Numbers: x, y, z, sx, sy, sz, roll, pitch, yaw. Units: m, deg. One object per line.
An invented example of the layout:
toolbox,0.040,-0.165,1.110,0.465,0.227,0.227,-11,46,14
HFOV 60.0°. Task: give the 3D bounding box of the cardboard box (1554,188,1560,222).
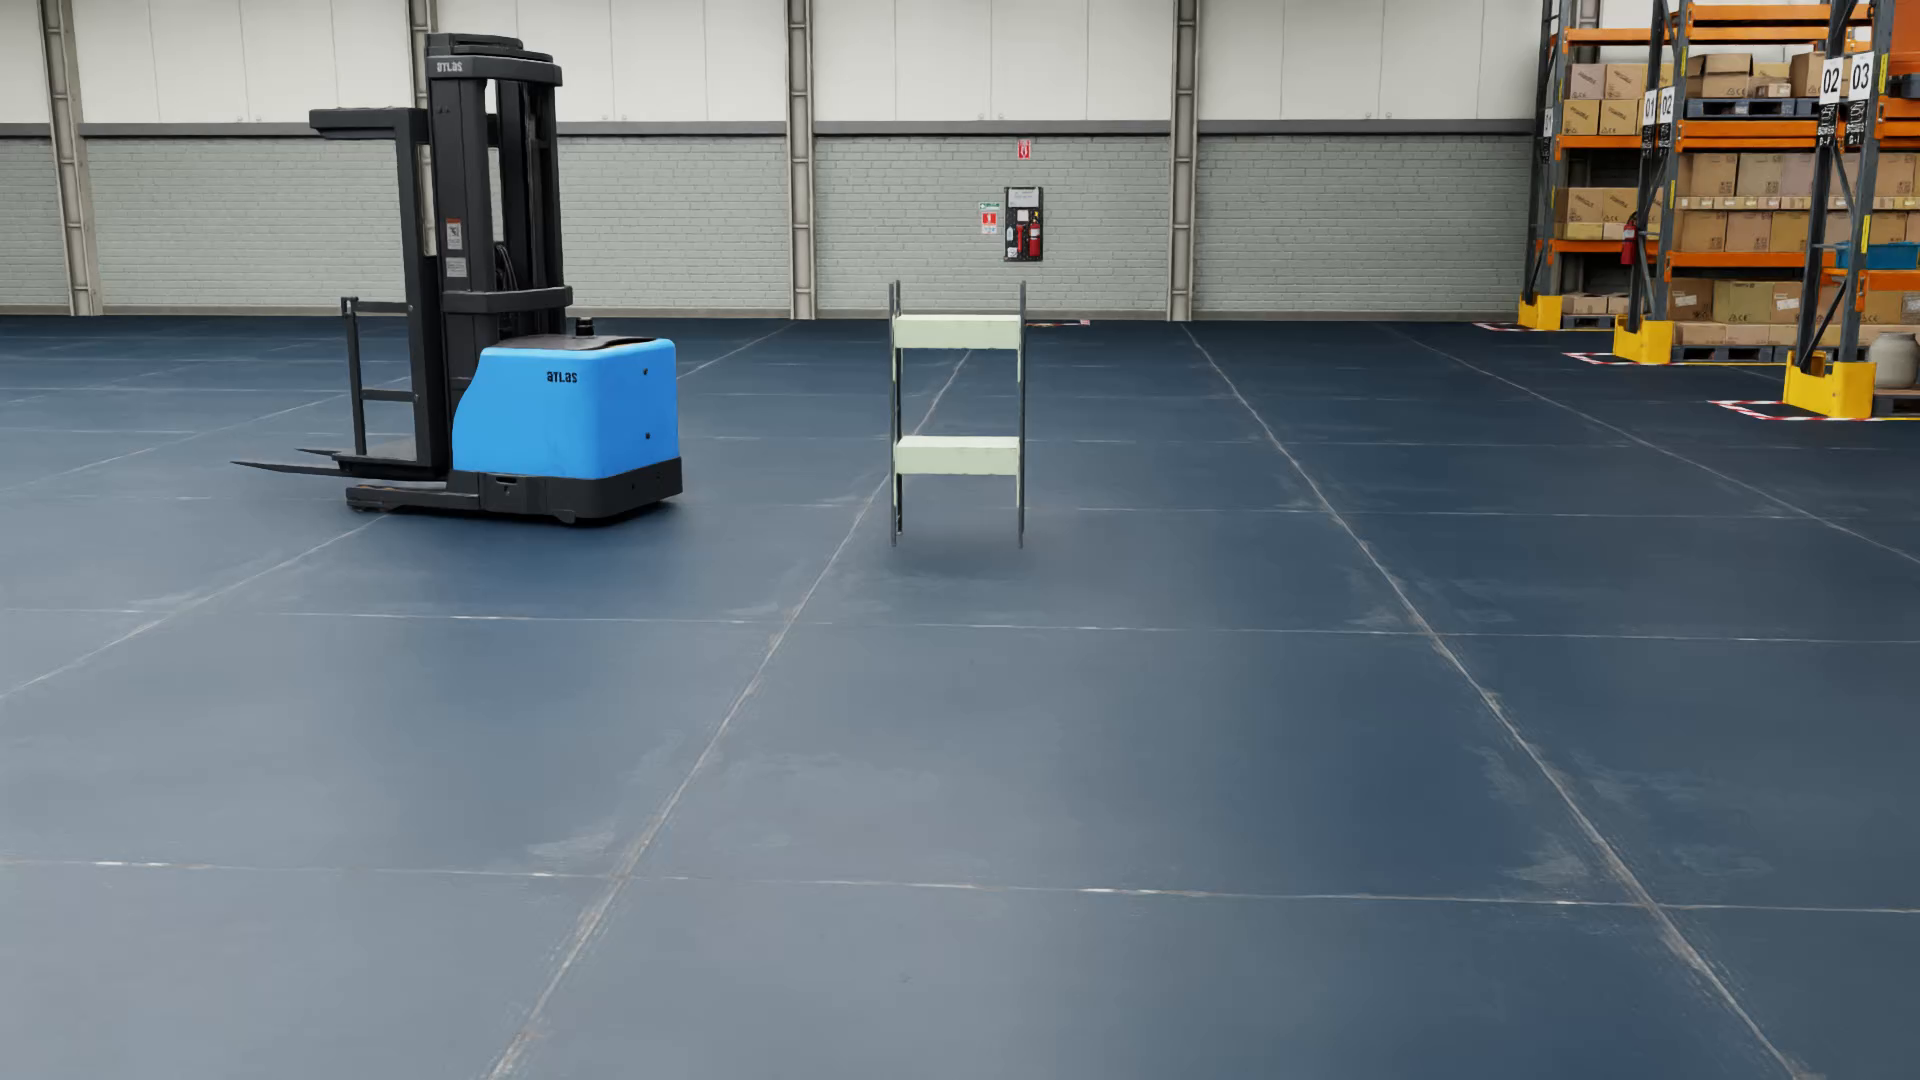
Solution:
cardboard box,9.188,-5.045,25.047,0.500,0.500,0.500,1,12,3

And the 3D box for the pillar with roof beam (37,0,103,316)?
pillar with roof beam,-14.774,-7.257,22.484,0.400,9.000,9.100,1,12,4

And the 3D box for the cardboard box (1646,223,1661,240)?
cardboard box,10.196,-4.557,24.546,0.500,0.250,0.500,1,12,3

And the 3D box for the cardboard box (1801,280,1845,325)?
cardboard box,10.393,-2.846,19.904,0.500,0.500,0.500,1,12,4

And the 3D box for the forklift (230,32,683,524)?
forklift,-3.392,-1.700,10.735,3.031,2.935,1.130,4,13,20

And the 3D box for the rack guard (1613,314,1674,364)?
rack guard,8.352,-2.470,20.353,0.348,0.500,1.175,1,12,4

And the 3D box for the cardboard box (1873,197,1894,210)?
cardboard box,10.815,-3.982,19.650,0.250,0.149,0.380,1,12,5

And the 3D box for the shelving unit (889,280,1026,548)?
shelving unit,-0.007,-0.734,9.615,0.755,1.500,0.431,1,12,4

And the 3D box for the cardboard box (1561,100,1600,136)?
cardboard box,9.020,-6.176,24.348,0.500,0.500,0.500,1,12,5

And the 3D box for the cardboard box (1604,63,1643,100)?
cardboard box,9.569,-6.649,24.167,0.500,0.500,0.500,1,12,3

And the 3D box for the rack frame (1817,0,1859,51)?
rack frame,12.694,-7.587,24.058,0.127,3.000,1.000,1,12,4

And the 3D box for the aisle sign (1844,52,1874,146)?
aisle sign,7.950,-3.894,14.711,0.004,0.787,0.394,1,12,4

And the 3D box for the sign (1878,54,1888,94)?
sign,8.000,-4.041,14.413,0.005,0.325,0.100,1,12,4

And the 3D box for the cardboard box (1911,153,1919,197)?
cardboard box,11.420,-4.333,19.746,0.500,0.500,0.700,1,12,4

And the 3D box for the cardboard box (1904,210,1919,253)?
cardboard box,11.397,-3.698,19.875,0.500,0.500,0.700,1,12,3

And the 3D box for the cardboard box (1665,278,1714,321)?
cardboard box,8.931,-2.973,20.513,0.500,0.500,0.500,1,12,4

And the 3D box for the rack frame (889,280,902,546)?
rack frame,-0.372,-0.739,9.639,0.023,1.500,0.400,1,12,4

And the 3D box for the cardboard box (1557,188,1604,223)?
cardboard box,9.160,-4.940,24.545,0.500,0.500,0.500,1,12,4

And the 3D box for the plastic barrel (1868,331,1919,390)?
plastic barrel,8.703,-1.675,15.502,0.421,0.512,0.421,0,12,0

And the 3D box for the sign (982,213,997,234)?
sign,0.465,-5.042,26.457,0.234,0.329,0.001,1,12,4

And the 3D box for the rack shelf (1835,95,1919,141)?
rack shelf,10.037,-3.770,14.894,4.000,0.370,1.077,1,12,4

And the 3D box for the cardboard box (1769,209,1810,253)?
cardboard box,9.860,-3.719,19.974,0.500,0.500,0.700,1,12,4

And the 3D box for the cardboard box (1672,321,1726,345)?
cardboard box,8.896,-2.500,20.082,0.500,0.250,0.500,1,12,4

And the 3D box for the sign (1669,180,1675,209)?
sign,8.333,-4.042,19.457,0.005,0.325,0.100,1,12,4

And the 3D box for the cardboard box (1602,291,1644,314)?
cardboard box,9.957,-3.568,24.993,0.500,0.311,0.500,2,12,8

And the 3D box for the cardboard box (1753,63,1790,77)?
cardboard box,11.626,-6.623,24.044,0.500,0.500,0.500,1,12,7

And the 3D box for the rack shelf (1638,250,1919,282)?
rack shelf,10.372,-3.313,20.038,4.000,0.370,1.077,1,12,4

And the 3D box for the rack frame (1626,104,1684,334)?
rack frame,8.376,-3.693,20.096,0.127,3.000,1.000,1,12,4

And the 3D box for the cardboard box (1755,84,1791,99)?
cardboard box,9.538,-5.260,19.508,0.250,0.149,0.380,1,12,4

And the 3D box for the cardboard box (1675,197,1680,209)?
cardboard box,8.770,-4.093,20.180,0.250,0.149,0.380,1,12,3

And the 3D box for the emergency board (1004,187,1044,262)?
emergency board,1.010,-4.996,26.324,0.643,1.169,0.194,1,12,4

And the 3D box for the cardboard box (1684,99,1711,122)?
cardboard box,10.608,-6.152,24.234,0.500,0.500,0.500,2,12,7

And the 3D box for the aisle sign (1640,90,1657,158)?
aisle sign,8.330,-5.026,20.120,0.004,0.787,0.394,1,12,4

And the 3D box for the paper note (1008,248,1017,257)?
paper note,0.838,-4.581,26.493,0.142,0.148,0.016,1,12,4

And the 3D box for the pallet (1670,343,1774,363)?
pallet,9.142,-2.326,20.372,1.213,0.211,1.003,1,12,4

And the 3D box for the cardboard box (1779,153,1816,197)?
cardboard box,9.922,-4.354,19.845,0.500,0.500,0.700,1,12,4

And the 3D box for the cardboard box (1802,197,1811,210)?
cardboard box,10.038,-3.993,19.701,0.250,0.149,0.380,1,12,3

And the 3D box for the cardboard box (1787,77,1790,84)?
cardboard box,10.097,-5.422,19.886,0.500,0.311,0.500,2,12,10

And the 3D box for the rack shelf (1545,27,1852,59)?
rack shelf,10.699,-7.260,24.263,4.000,0.370,1.077,1,12,4

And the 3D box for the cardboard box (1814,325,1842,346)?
cardboard box,10.393,-2.479,19.982,0.500,0.250,0.500,1,12,4

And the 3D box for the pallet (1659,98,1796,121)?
pallet,9.080,-5.103,19.726,1.213,0.211,1.003,1,12,4

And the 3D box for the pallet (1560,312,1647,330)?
pallet,9.587,-3.321,25.127,1.213,0.211,1.003,1,12,4

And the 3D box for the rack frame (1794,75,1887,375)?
rack frame,8.041,-2.681,15.258,0.127,3.000,1.000,1,12,4

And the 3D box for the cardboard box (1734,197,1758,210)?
cardboard box,9.266,-4.003,19.751,0.250,0.149,0.380,1,12,4
